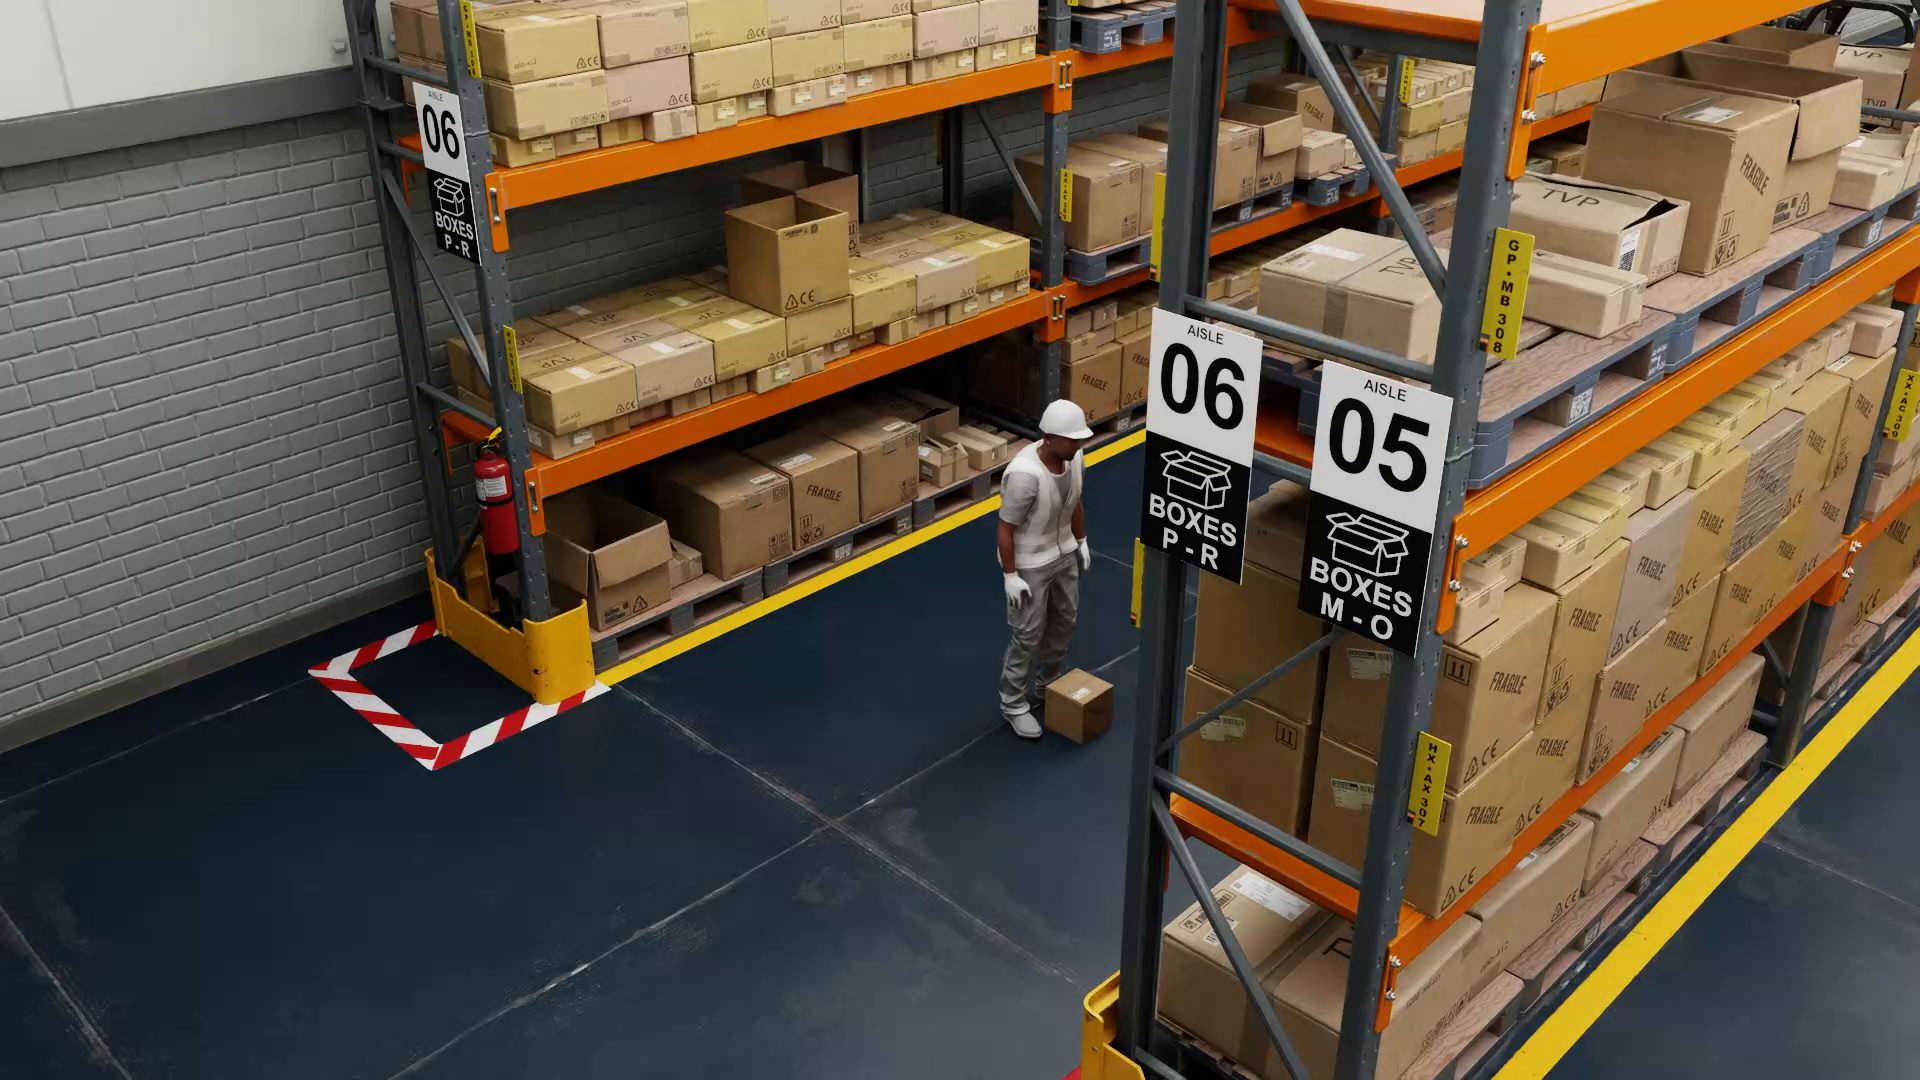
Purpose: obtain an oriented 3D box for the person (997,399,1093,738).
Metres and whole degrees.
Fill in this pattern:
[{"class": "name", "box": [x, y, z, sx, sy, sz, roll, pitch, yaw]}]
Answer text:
[{"class": "person", "box": [0.431, 0.115, 8.388, 0.448, 1.774, 0.616, 23, 35, 37]}]
